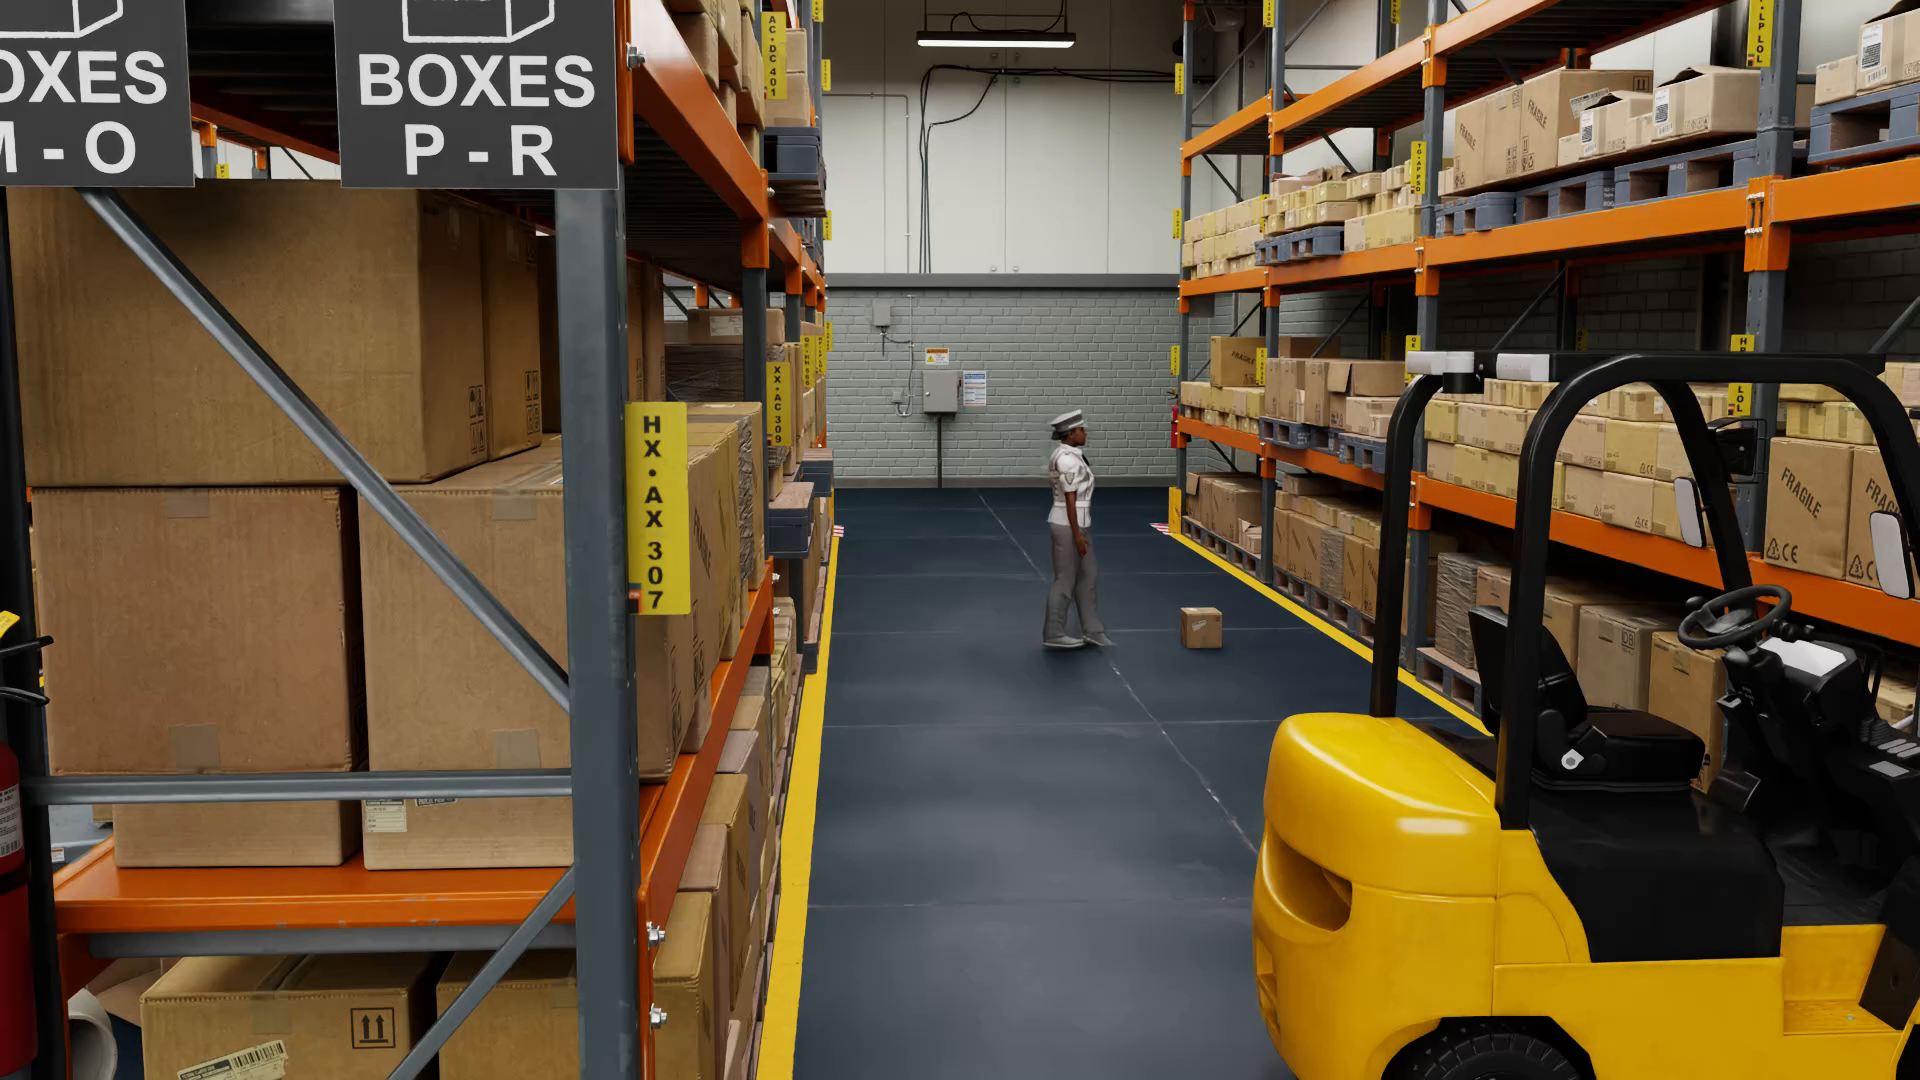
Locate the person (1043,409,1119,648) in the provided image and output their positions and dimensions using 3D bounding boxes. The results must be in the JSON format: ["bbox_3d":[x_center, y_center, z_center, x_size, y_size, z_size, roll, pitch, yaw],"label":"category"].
[{"bbox_3d":[0.866,-0.051,11.718,0.560,1.741,0.462,0,7,1],"label":"person"}]
